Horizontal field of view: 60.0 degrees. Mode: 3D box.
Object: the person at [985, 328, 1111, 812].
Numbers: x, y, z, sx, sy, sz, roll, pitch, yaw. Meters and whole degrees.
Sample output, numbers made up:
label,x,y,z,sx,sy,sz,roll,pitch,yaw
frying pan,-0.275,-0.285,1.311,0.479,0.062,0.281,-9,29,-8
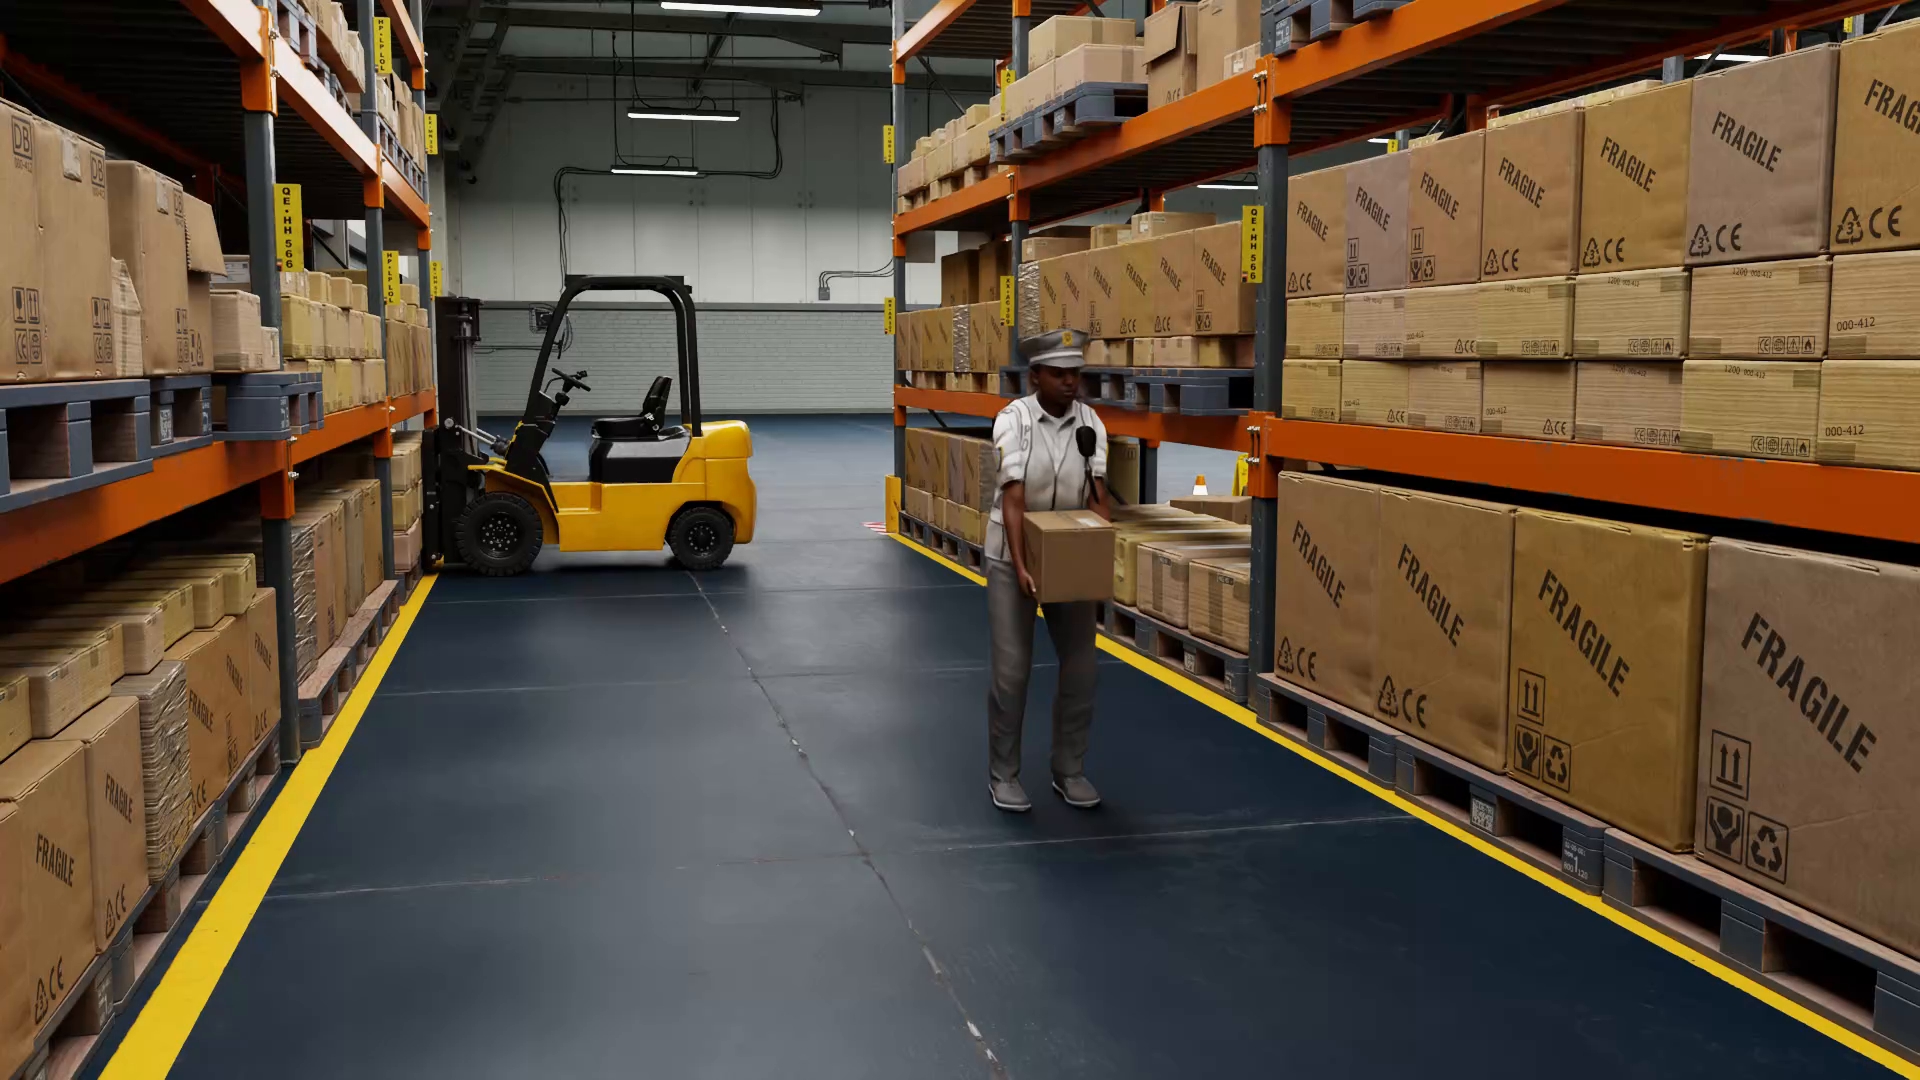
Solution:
label,x,y,z,sx,sy,sz,roll,pitch,yaw
person,0.314,0.108,5.739,0.416,1.663,0.544,-2,6,-15
